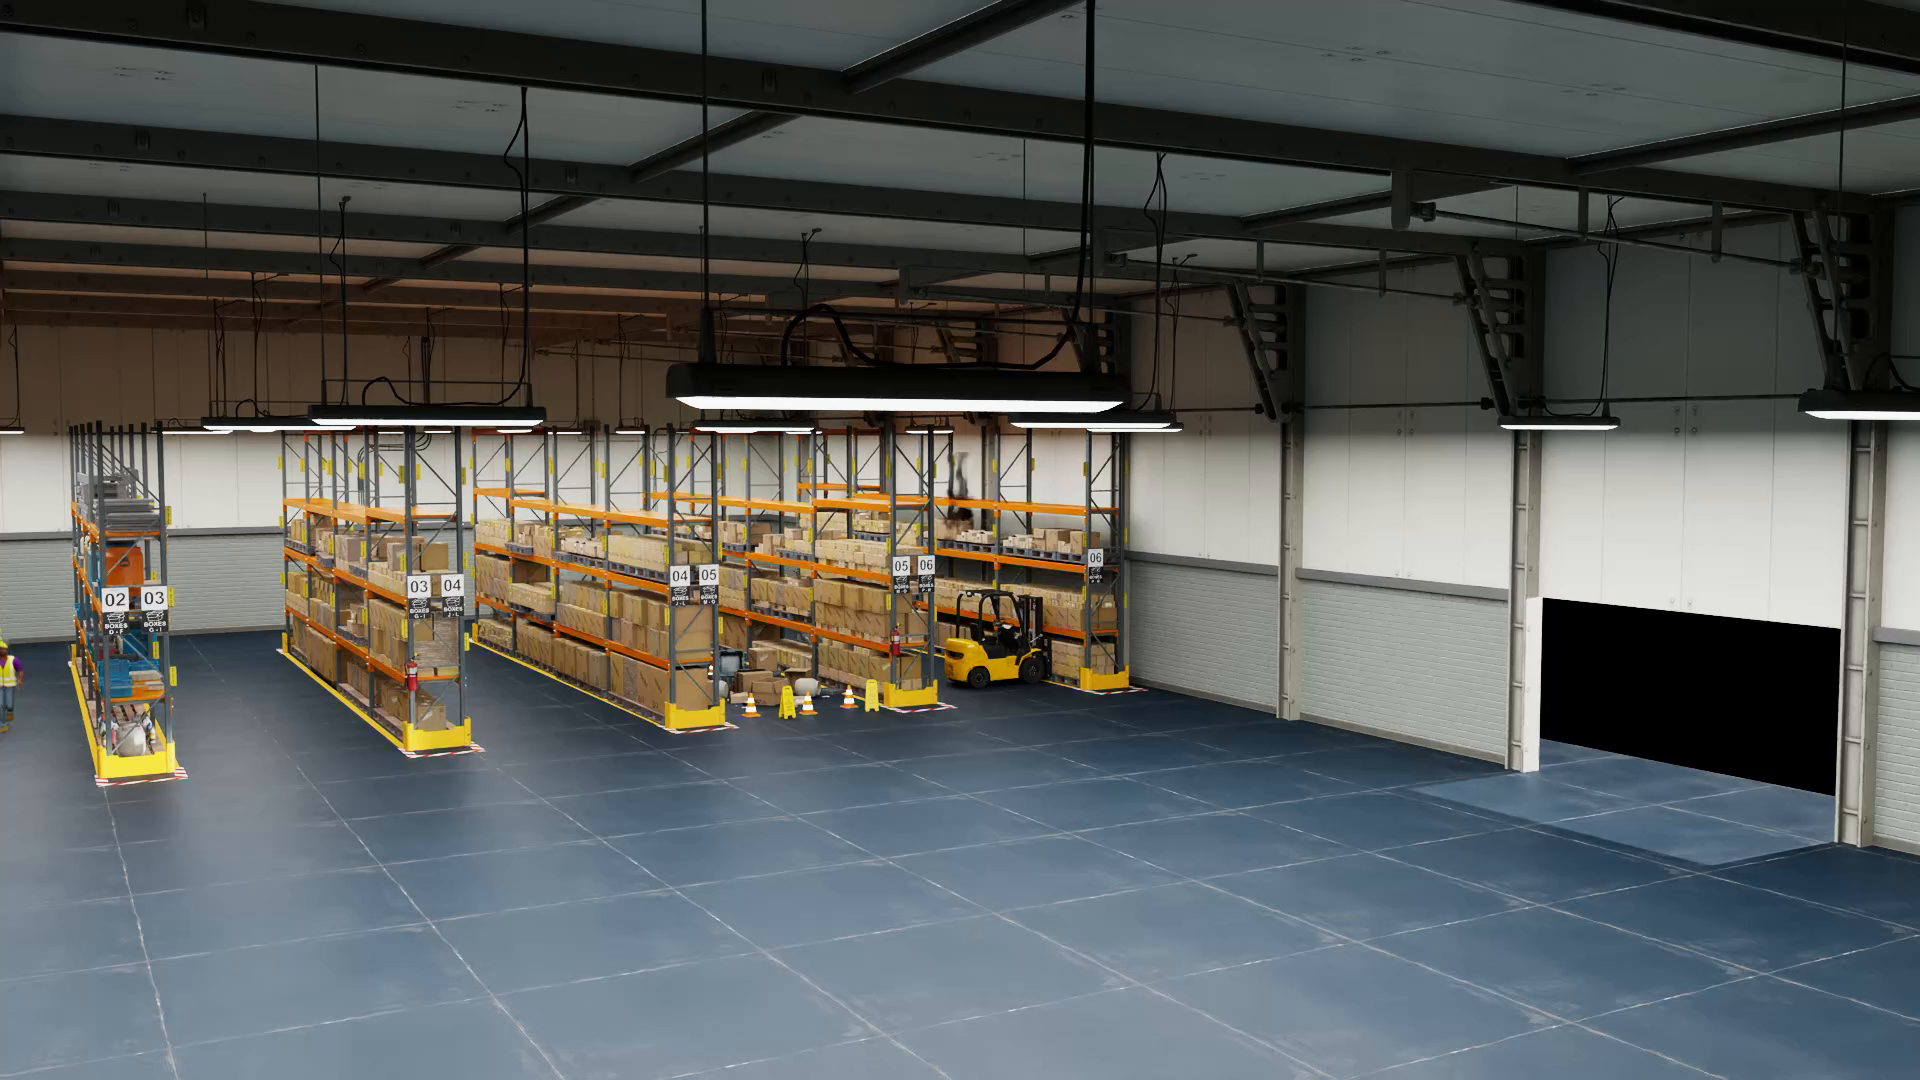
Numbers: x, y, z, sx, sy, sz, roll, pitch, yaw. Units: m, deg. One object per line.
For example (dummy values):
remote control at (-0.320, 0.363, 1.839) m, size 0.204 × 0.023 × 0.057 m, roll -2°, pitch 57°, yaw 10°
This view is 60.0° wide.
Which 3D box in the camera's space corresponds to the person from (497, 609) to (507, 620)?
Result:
person at (-13.108, 1.912, 48.021) m, size 0.838 × 1.760 × 0.742 m, roll 0°, pitch 4°, yaw 3°

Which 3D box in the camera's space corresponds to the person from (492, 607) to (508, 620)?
person at (-13.324, 1.856, 48.485) m, size 0.720 × 1.735 × 0.665 m, roll 2°, pitch 4°, yaw 28°

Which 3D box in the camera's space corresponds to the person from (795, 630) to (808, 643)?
person at (-4.378, 2.103, 45.346) m, size 0.520 × 1.706 × 1.075 m, roll -2°, pitch 4°, yaw -30°

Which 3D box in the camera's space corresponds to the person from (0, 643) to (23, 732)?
person at (-18.713, 2.861, 32.525) m, size 0.702 × 1.723 × 0.598 m, roll -2°, pitch 4°, yaw -29°
